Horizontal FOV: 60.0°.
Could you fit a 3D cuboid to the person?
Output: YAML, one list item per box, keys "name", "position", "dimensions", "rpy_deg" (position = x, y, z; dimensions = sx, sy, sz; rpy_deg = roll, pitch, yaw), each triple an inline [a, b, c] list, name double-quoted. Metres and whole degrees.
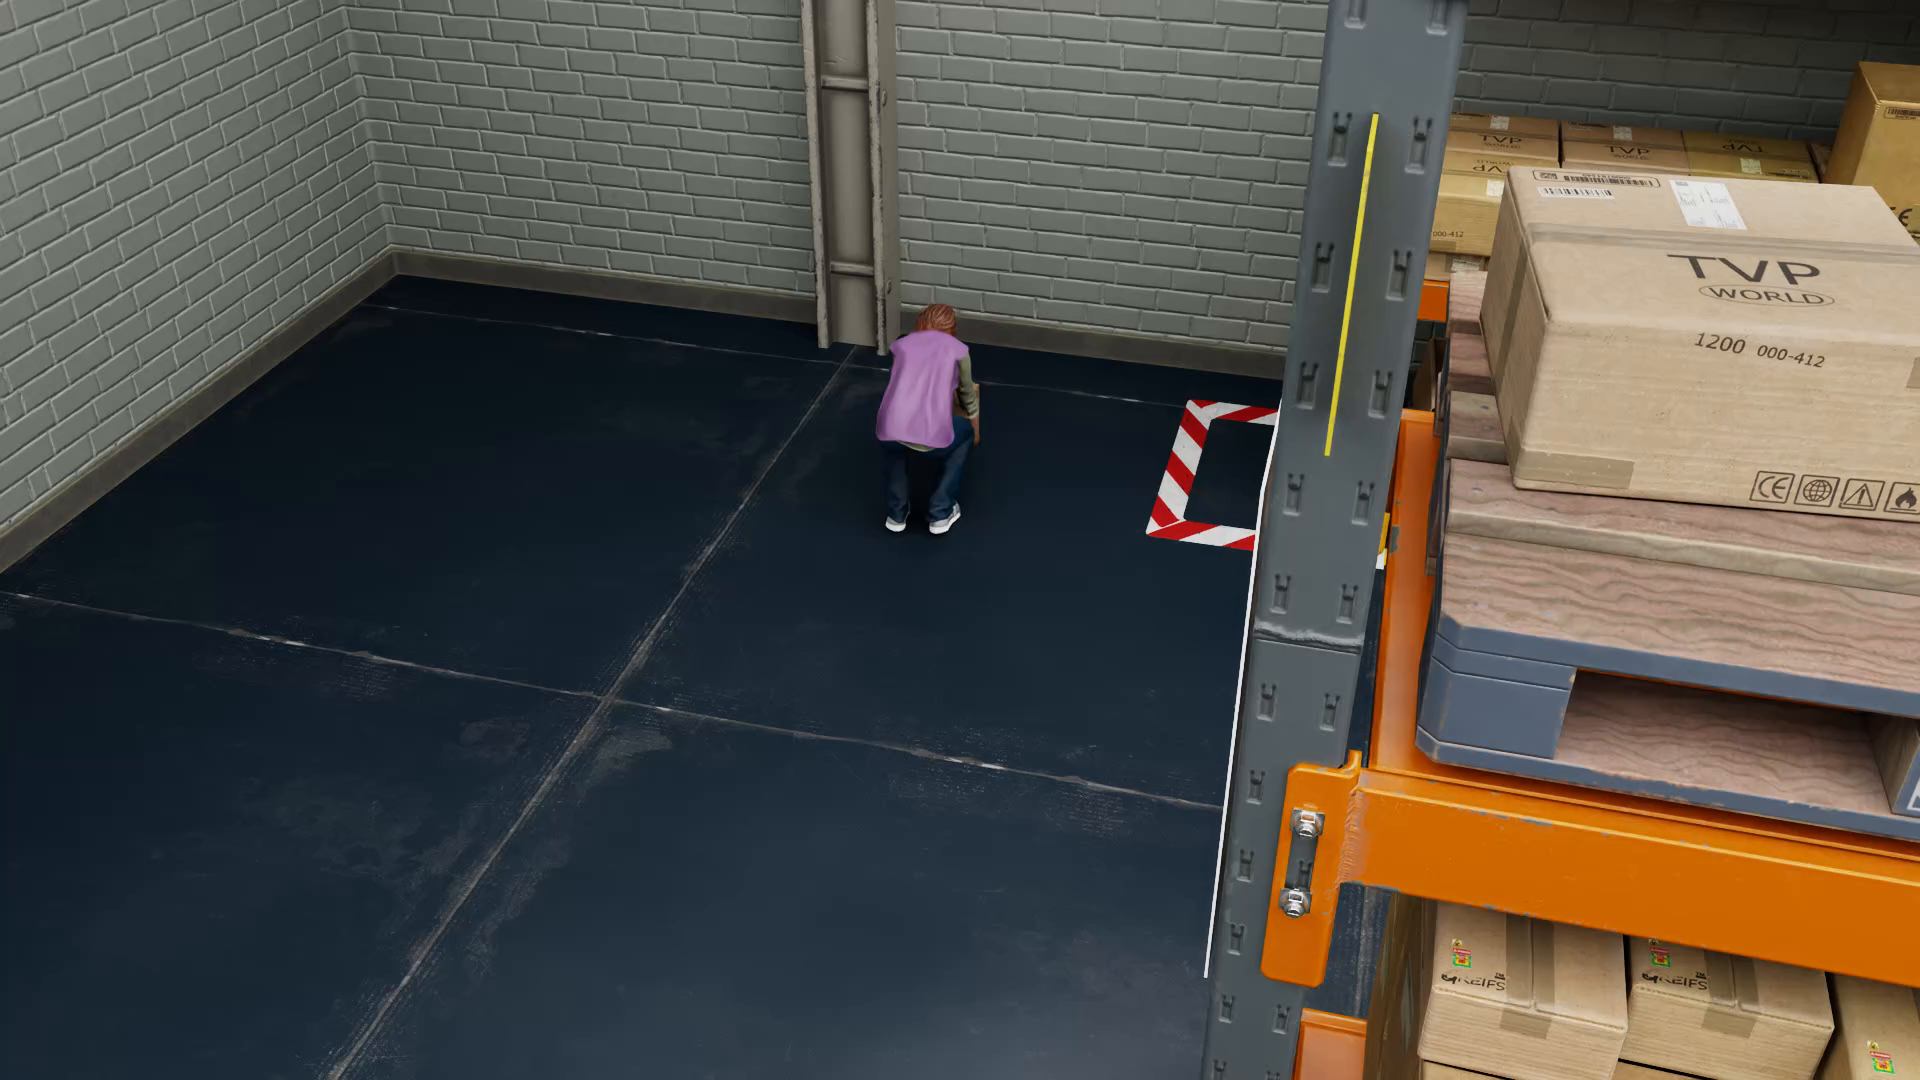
- name: "person"
  position: [-0.151, -0.521, 7.582]
  dimensions: [0.427, 0.899, 0.843]
  rpy_deg: [7, 34, 11]
